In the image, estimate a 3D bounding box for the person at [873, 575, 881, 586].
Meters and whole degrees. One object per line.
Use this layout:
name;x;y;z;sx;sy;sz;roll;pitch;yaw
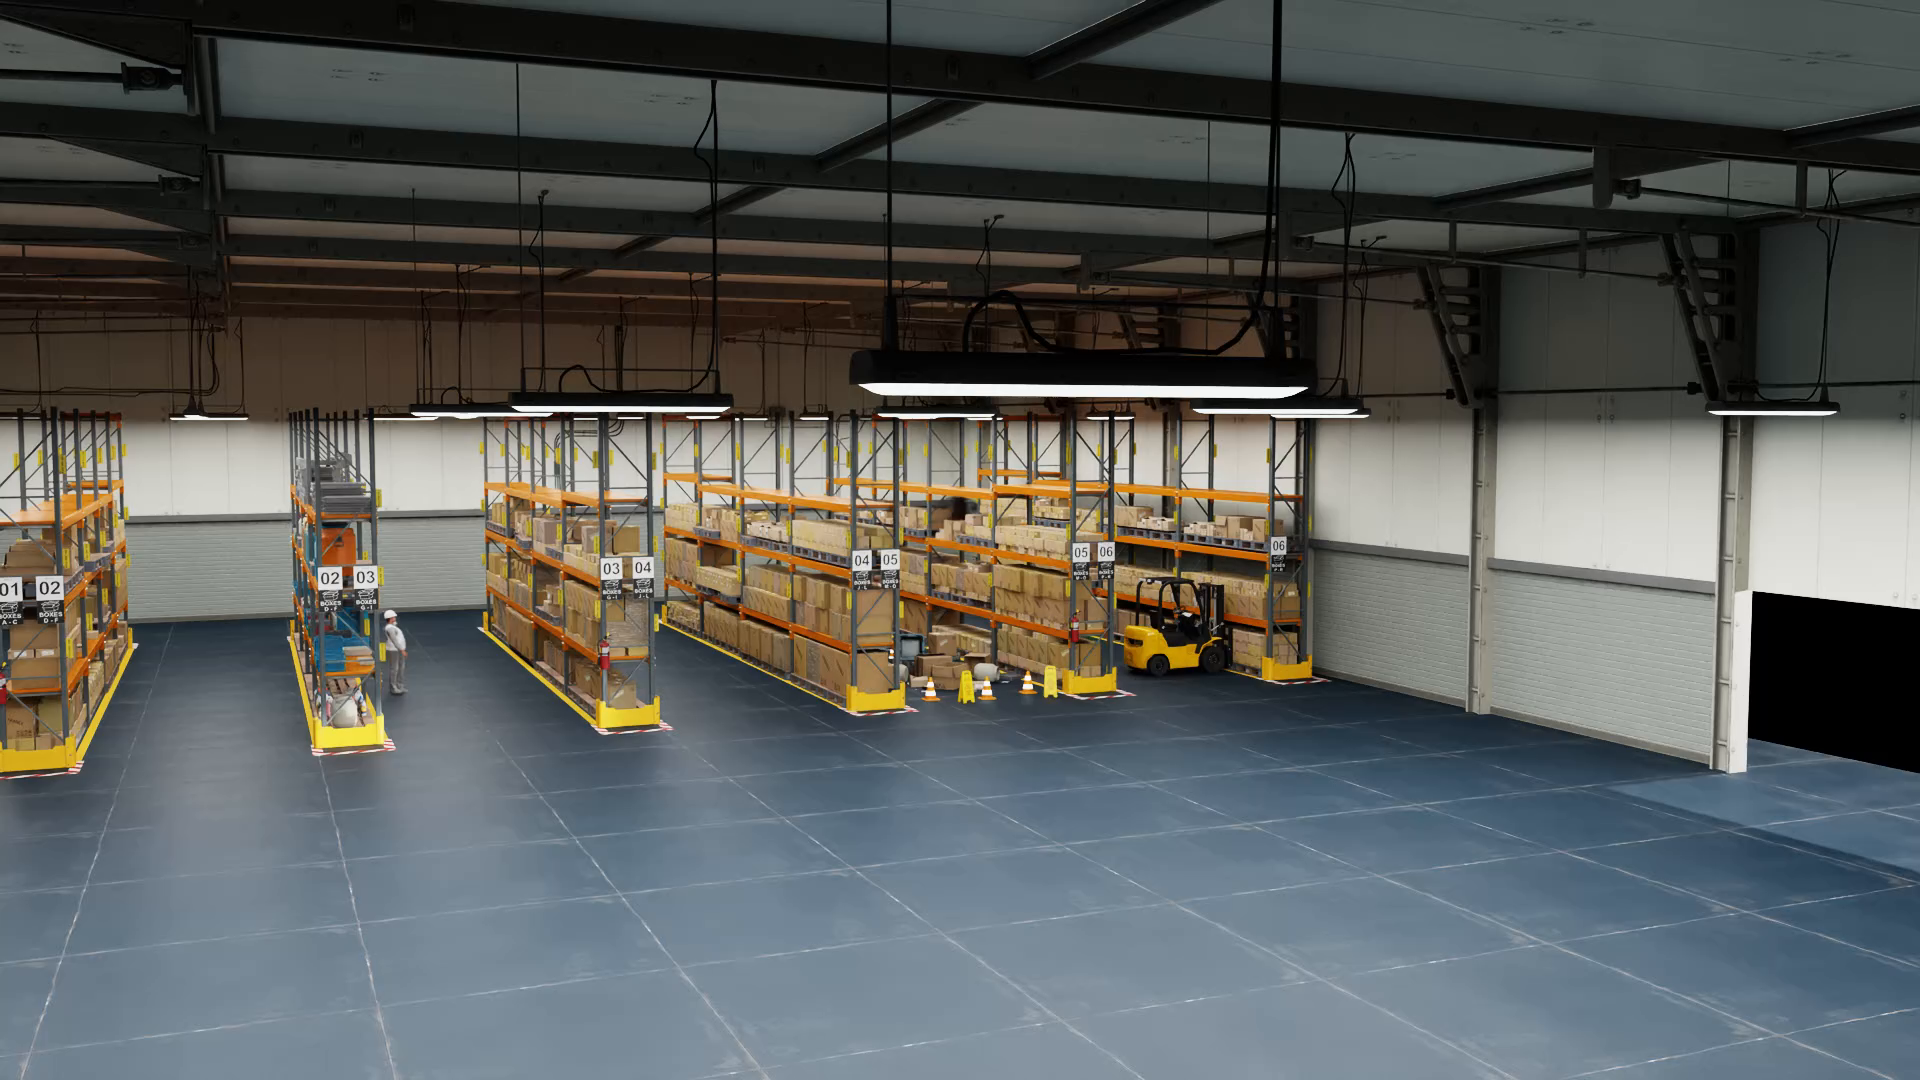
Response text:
person;-2.107;1.662;42.298;0.337;1.620;0.478;-4;5;-42

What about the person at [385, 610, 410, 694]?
person;-11.932;2.383;35.300;0.586;1.799;0.598;0;4;6
